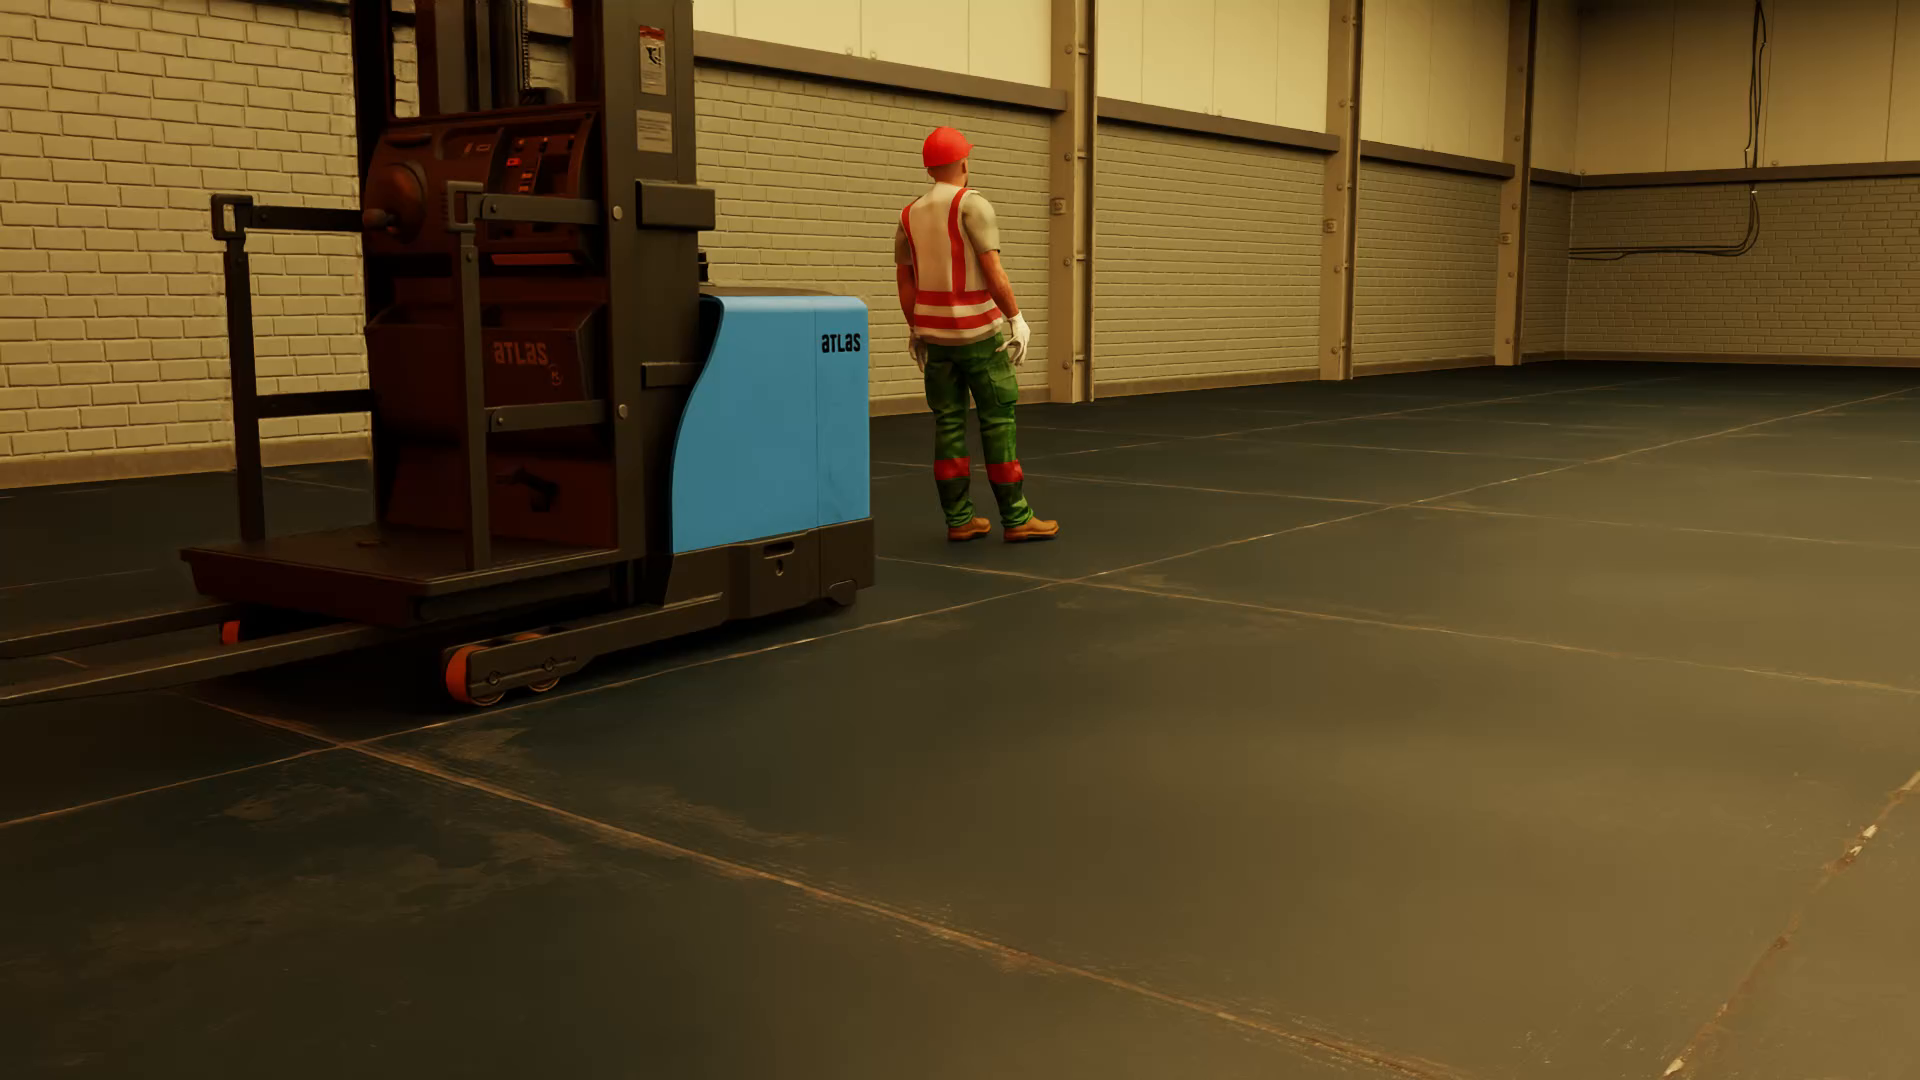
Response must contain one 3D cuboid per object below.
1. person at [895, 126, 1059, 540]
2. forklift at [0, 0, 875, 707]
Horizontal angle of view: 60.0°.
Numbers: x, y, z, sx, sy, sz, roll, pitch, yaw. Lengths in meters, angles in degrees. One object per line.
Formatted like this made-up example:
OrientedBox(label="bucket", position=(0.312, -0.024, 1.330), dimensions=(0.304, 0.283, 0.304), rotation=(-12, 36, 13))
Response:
OrientedBox(label="person", position=(0.060, -0.900, 7.329), dimensions=(0.637, 1.790, 0.562), rotation=(7, 11, 38))
OrientedBox(label="forklift", position=(-1.534, -1.087, 4.709), dimensions=(1.130, 2.935, 3.031), rotation=(6, 10, 33))
